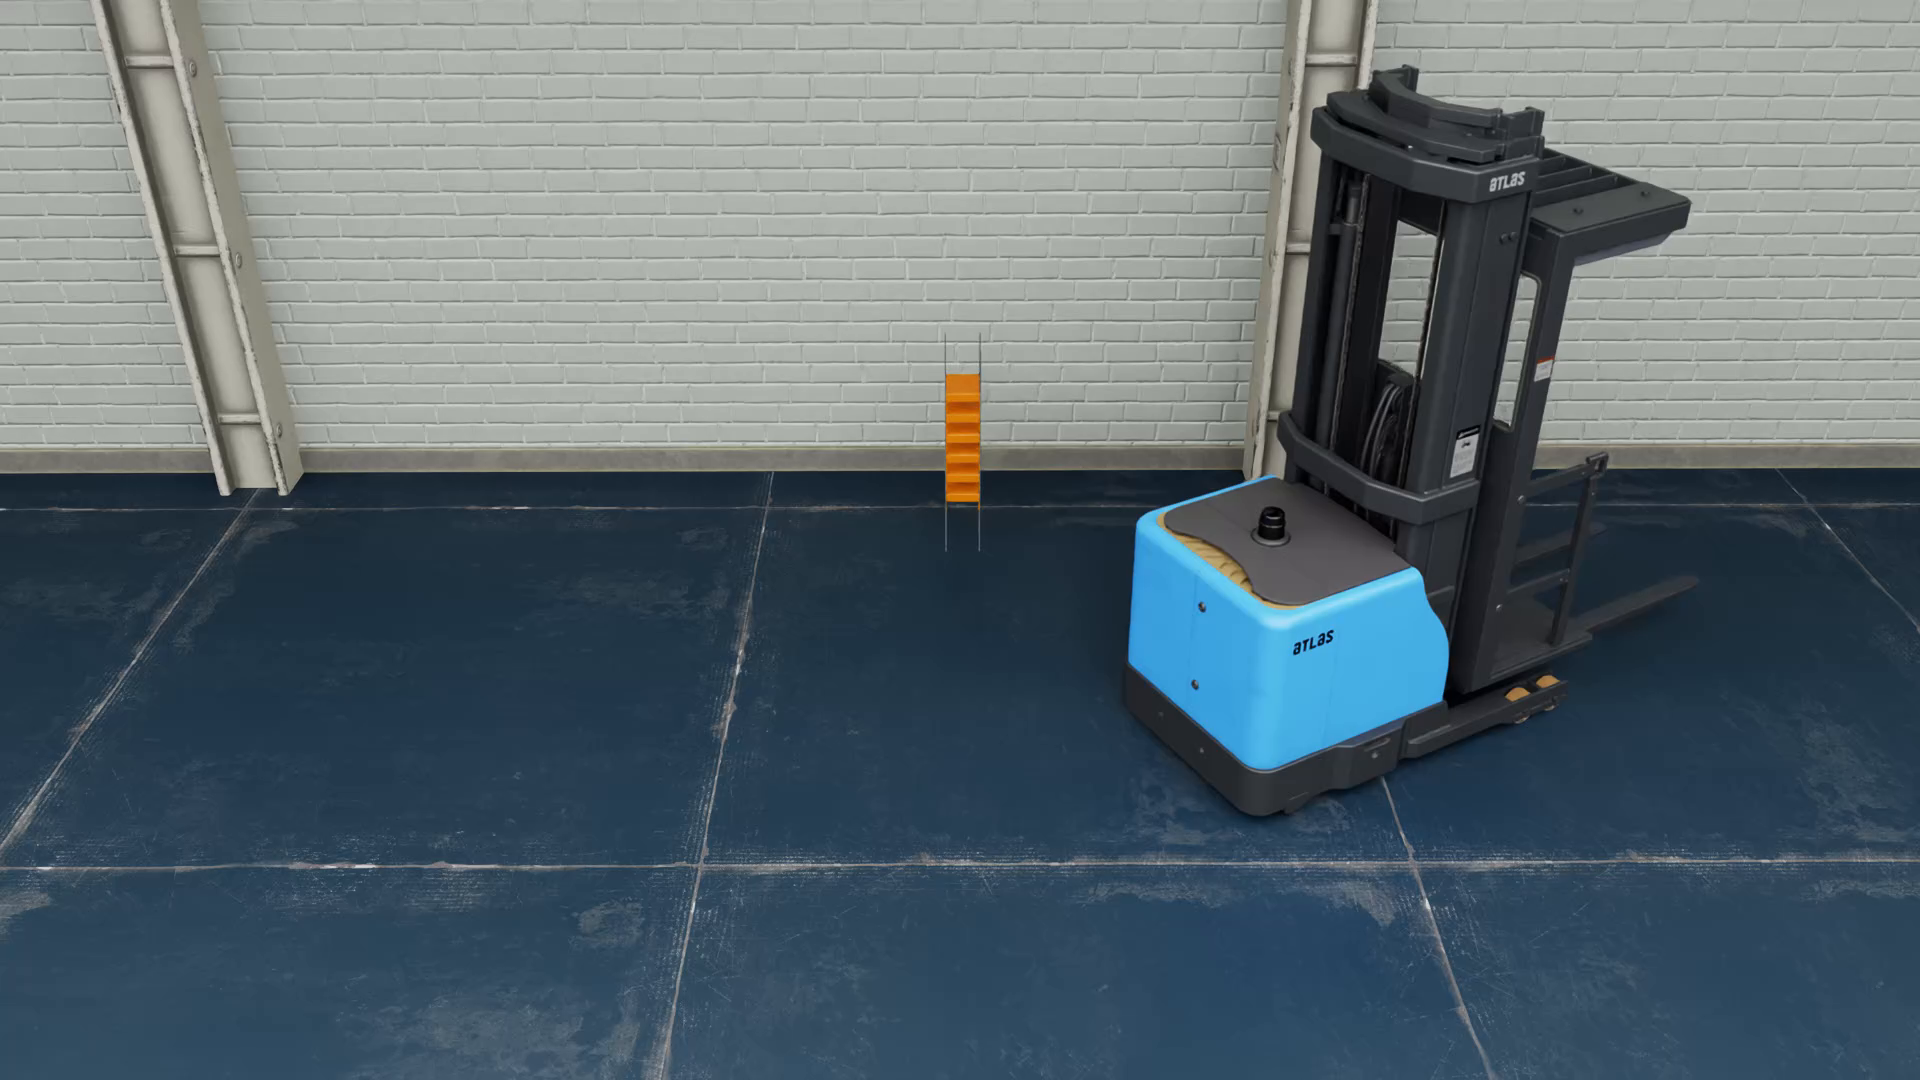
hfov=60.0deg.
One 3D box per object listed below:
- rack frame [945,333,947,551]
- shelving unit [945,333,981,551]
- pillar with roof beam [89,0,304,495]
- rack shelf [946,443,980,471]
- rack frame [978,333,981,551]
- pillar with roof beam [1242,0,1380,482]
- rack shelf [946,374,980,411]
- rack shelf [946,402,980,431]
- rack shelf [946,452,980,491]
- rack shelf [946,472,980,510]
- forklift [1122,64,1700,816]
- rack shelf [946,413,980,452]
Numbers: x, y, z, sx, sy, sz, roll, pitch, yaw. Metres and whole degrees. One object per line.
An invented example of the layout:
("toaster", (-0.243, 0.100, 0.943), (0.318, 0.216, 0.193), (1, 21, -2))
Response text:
("rack frame", (-0.077, -0.513, 8.938), (0.006, 1.200, 0.240), (0, 31, 0))
("shelving unit", (0.014, -0.513, 8.939), (0.189, 1.200, 0.258), (0, 31, 0))
("pillar with roof beam", (-4.085, -1.955, 3.797), (0.400, 9.000, 9.100), (0, 31, 0))
("rack shelf", (0.014, -0.475, 8.962), (0.180, 0.103, 0.258), (0, 31, 0))
("rack frame", (0.106, -0.513, 8.939), (0.006, 1.200, 0.240), (0, 31, 0))
("pillar with roof beam", (1.915, -1.974, 3.828), (0.400, 9.000, 9.100), (0, 31, 0))
("rack shelf", (0.014, -0.783, 8.775), (0.180, 0.103, 0.258), (0, 31, 0))
("rack shelf", (0.014, -0.680, 8.837), (0.180, 0.103, 0.258), (0, 31, 0))
("rack shelf", (0.014, -0.372, 9.024), (0.180, 0.103, 0.258), (0, 31, 0))
("rack shelf", (0.014, -0.270, 9.086), (0.180, 0.103, 0.258), (0, 31, 0))
("forklift", (2.300, -0.612, 7.434), (3.031, 2.935, 1.130), (-17, 35, -25))
("rack shelf", (0.014, -0.578, 8.900), (0.180, 0.103, 0.258), (0, 31, 0))
